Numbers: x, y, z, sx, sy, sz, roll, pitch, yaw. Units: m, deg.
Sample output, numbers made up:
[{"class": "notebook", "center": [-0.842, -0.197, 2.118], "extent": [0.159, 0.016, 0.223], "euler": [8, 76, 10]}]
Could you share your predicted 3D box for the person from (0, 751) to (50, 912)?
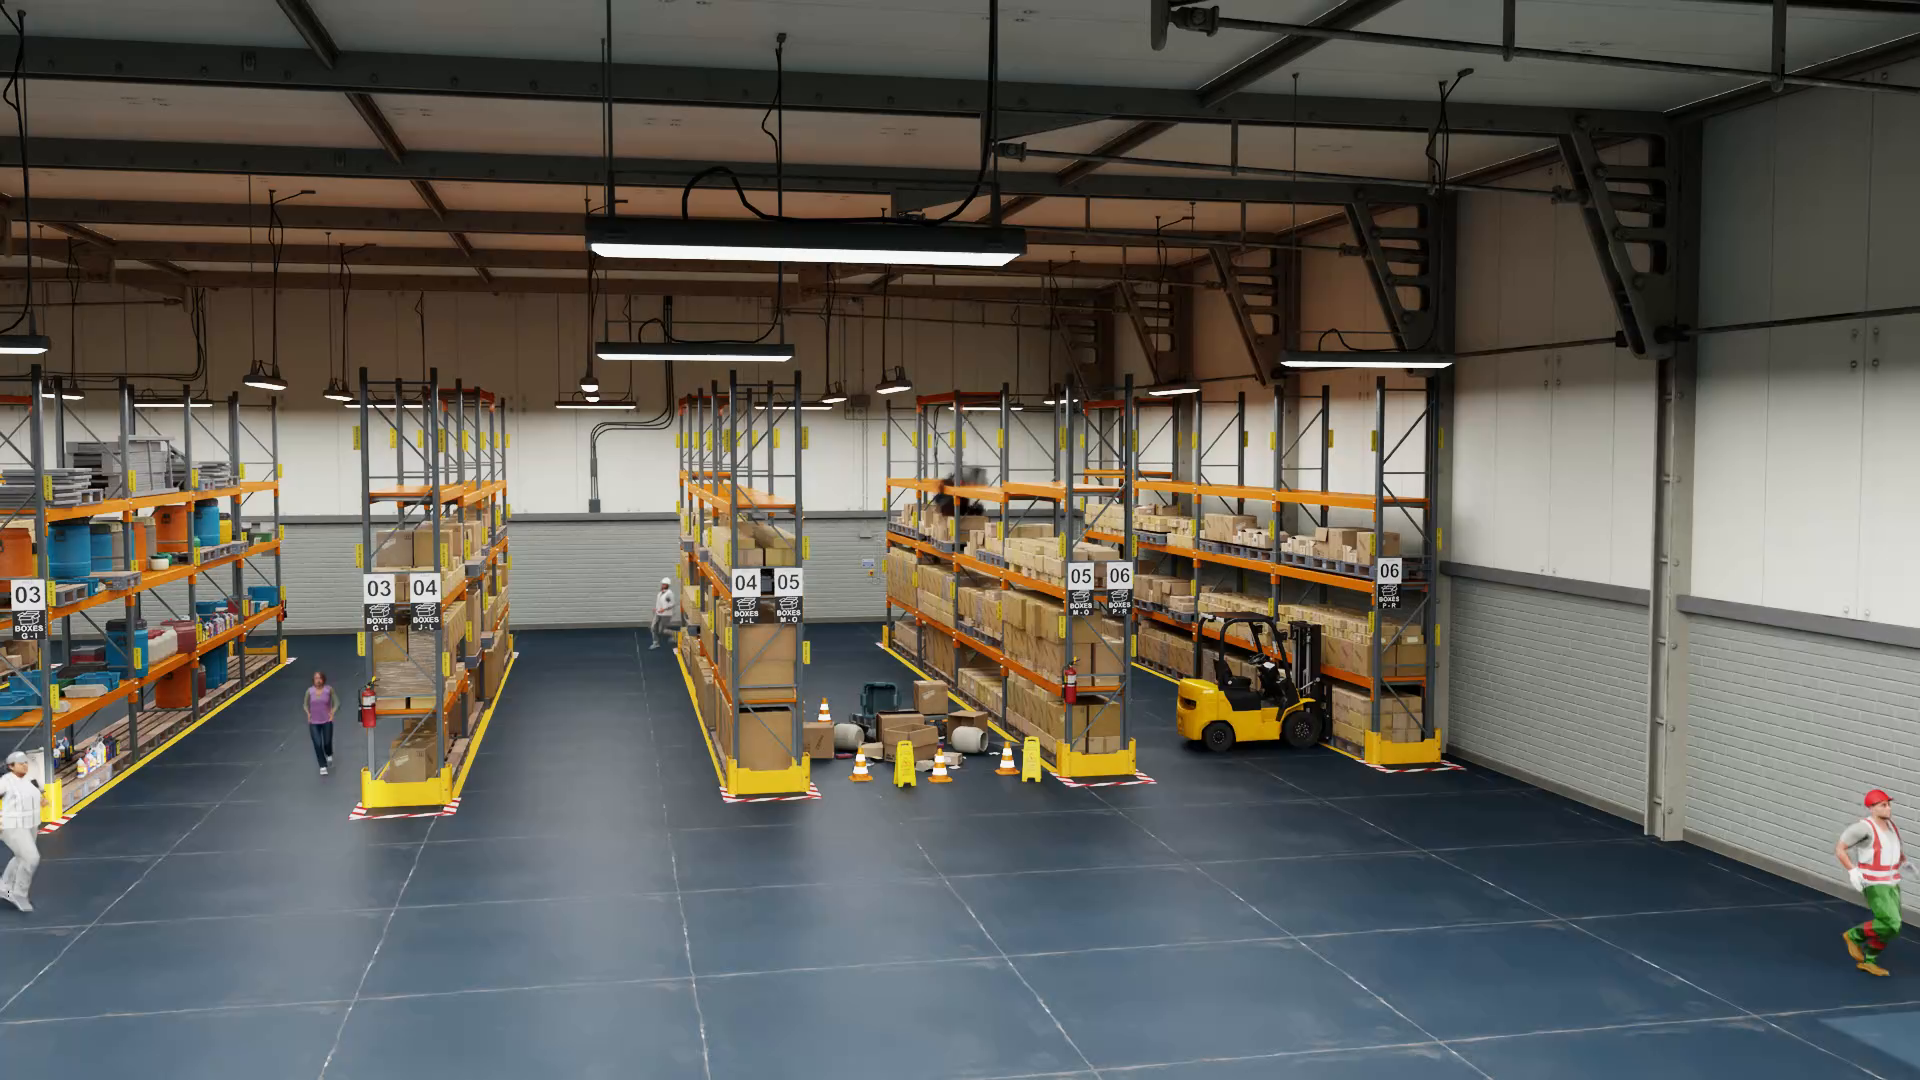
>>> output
[{"class": "person", "center": [-10.075, 3.121, 17.818], "extent": [0.720, 1.716, 0.576], "euler": [0, 3, 8]}]

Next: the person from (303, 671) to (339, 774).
[{"class": "person", "center": [-9.580, 2.742, 24.924], "extent": [0.512, 1.549, 0.530], "euler": [-1, 4, -16]}]

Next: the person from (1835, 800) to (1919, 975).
[{"class": "person", "center": [8.612, 3.230, 15.537], "extent": [0.666, 1.690, 0.580], "euler": [-2, 4, -24]}]

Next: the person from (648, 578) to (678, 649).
[{"class": "person", "center": [-7.118, 1.770, 40.155], "extent": [0.721, 1.736, 0.591], "euler": [-3, 5, -44]}]
